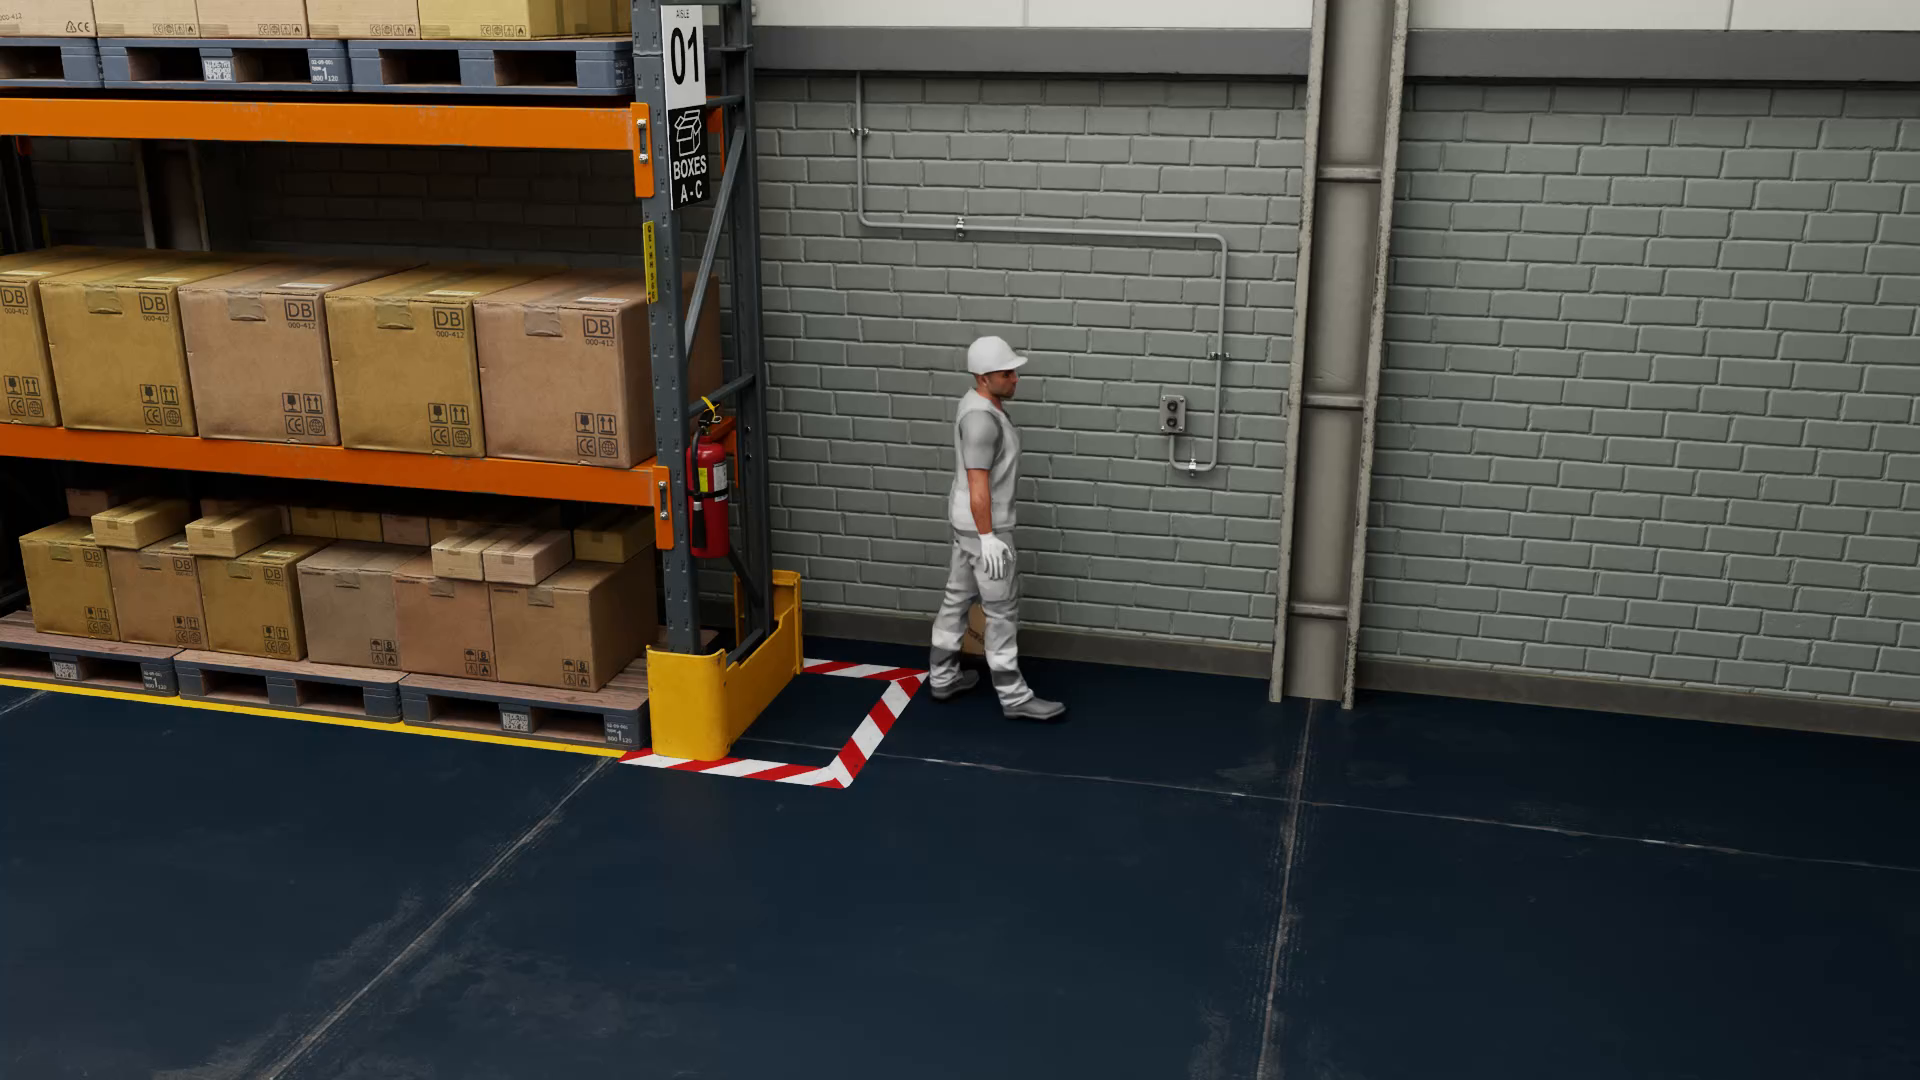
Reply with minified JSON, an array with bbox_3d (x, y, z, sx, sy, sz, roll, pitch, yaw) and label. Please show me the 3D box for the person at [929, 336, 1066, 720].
[{"bbox_3d":[0.173,-0.050,7.638,0.628,1.789,0.666,-1,18,-3],"label":"person"}]
